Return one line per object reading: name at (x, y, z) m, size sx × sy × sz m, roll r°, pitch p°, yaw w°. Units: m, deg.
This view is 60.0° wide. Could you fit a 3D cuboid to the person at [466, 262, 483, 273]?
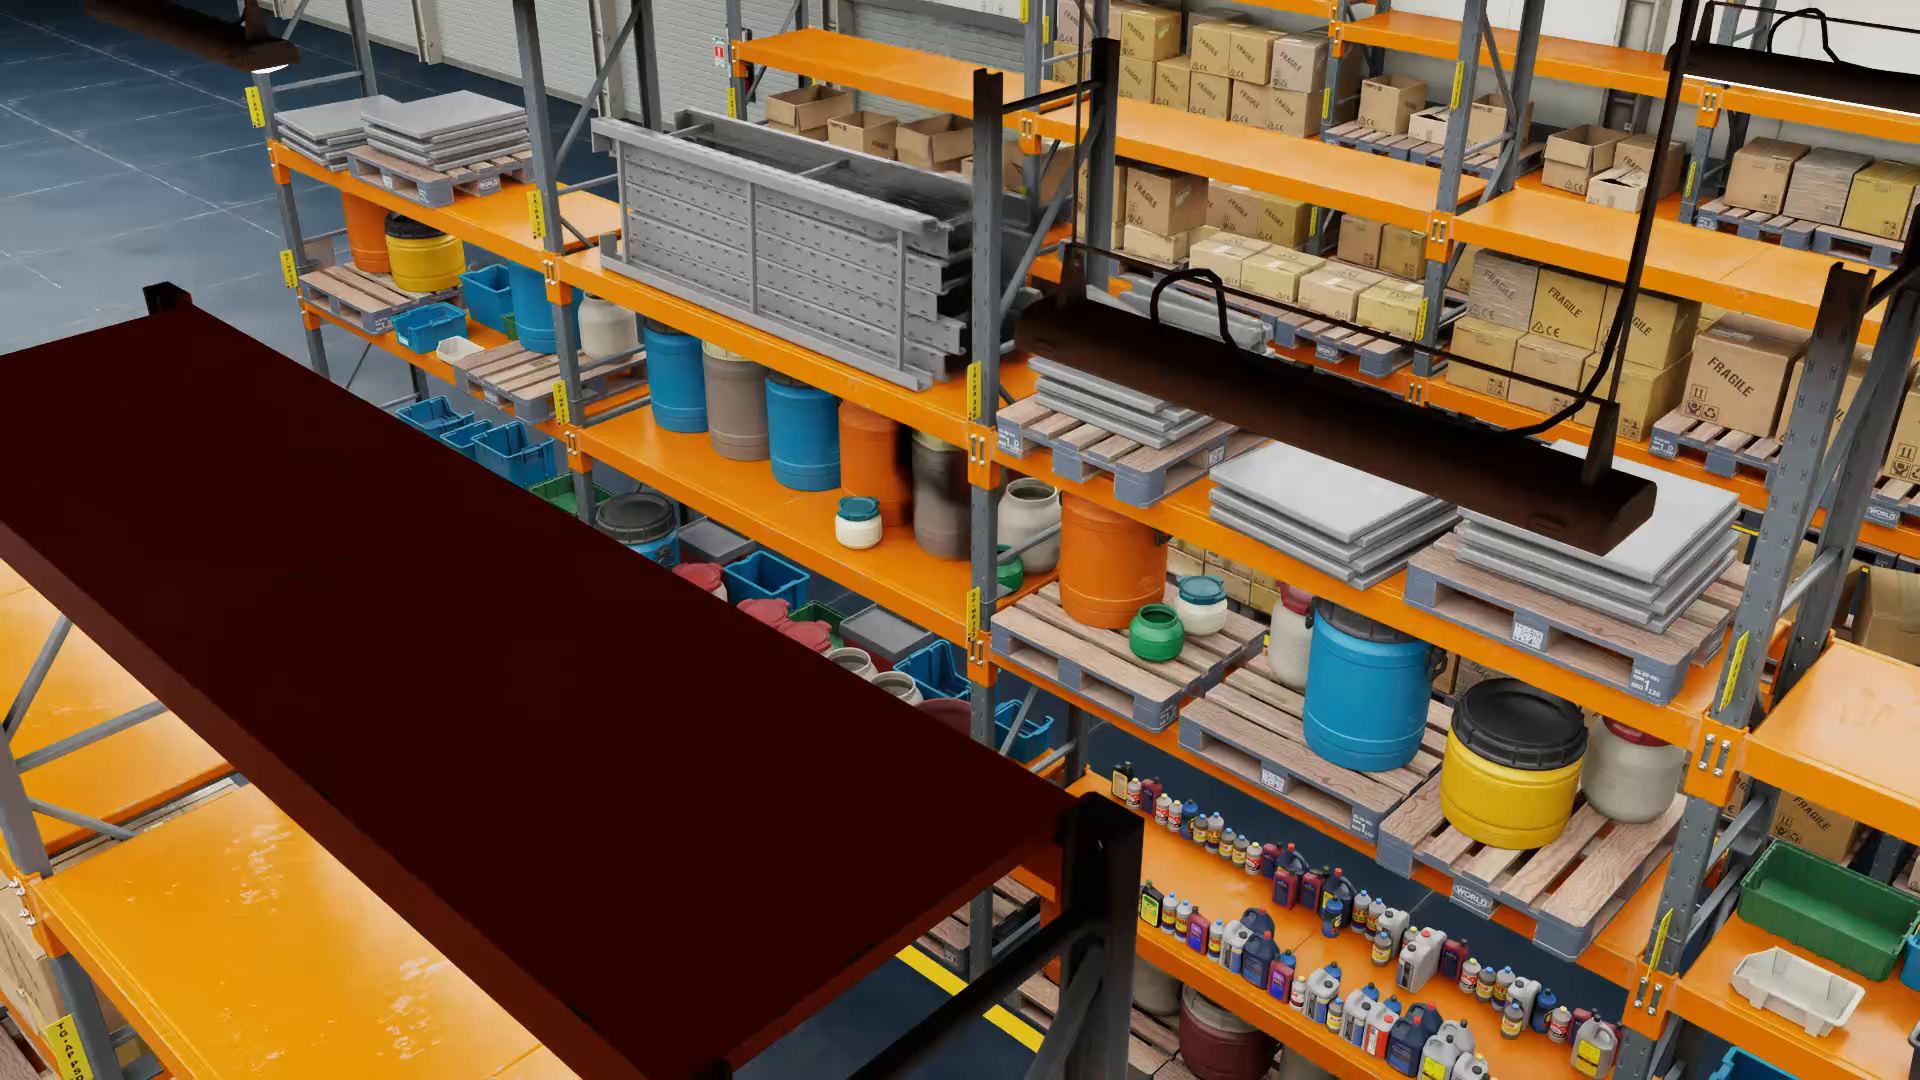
person at (-5.235, -2.393, 18.908) m, size 0.683 × 1.624 × 0.599 m, roll -13°, pitch 32°, yaw -22°
